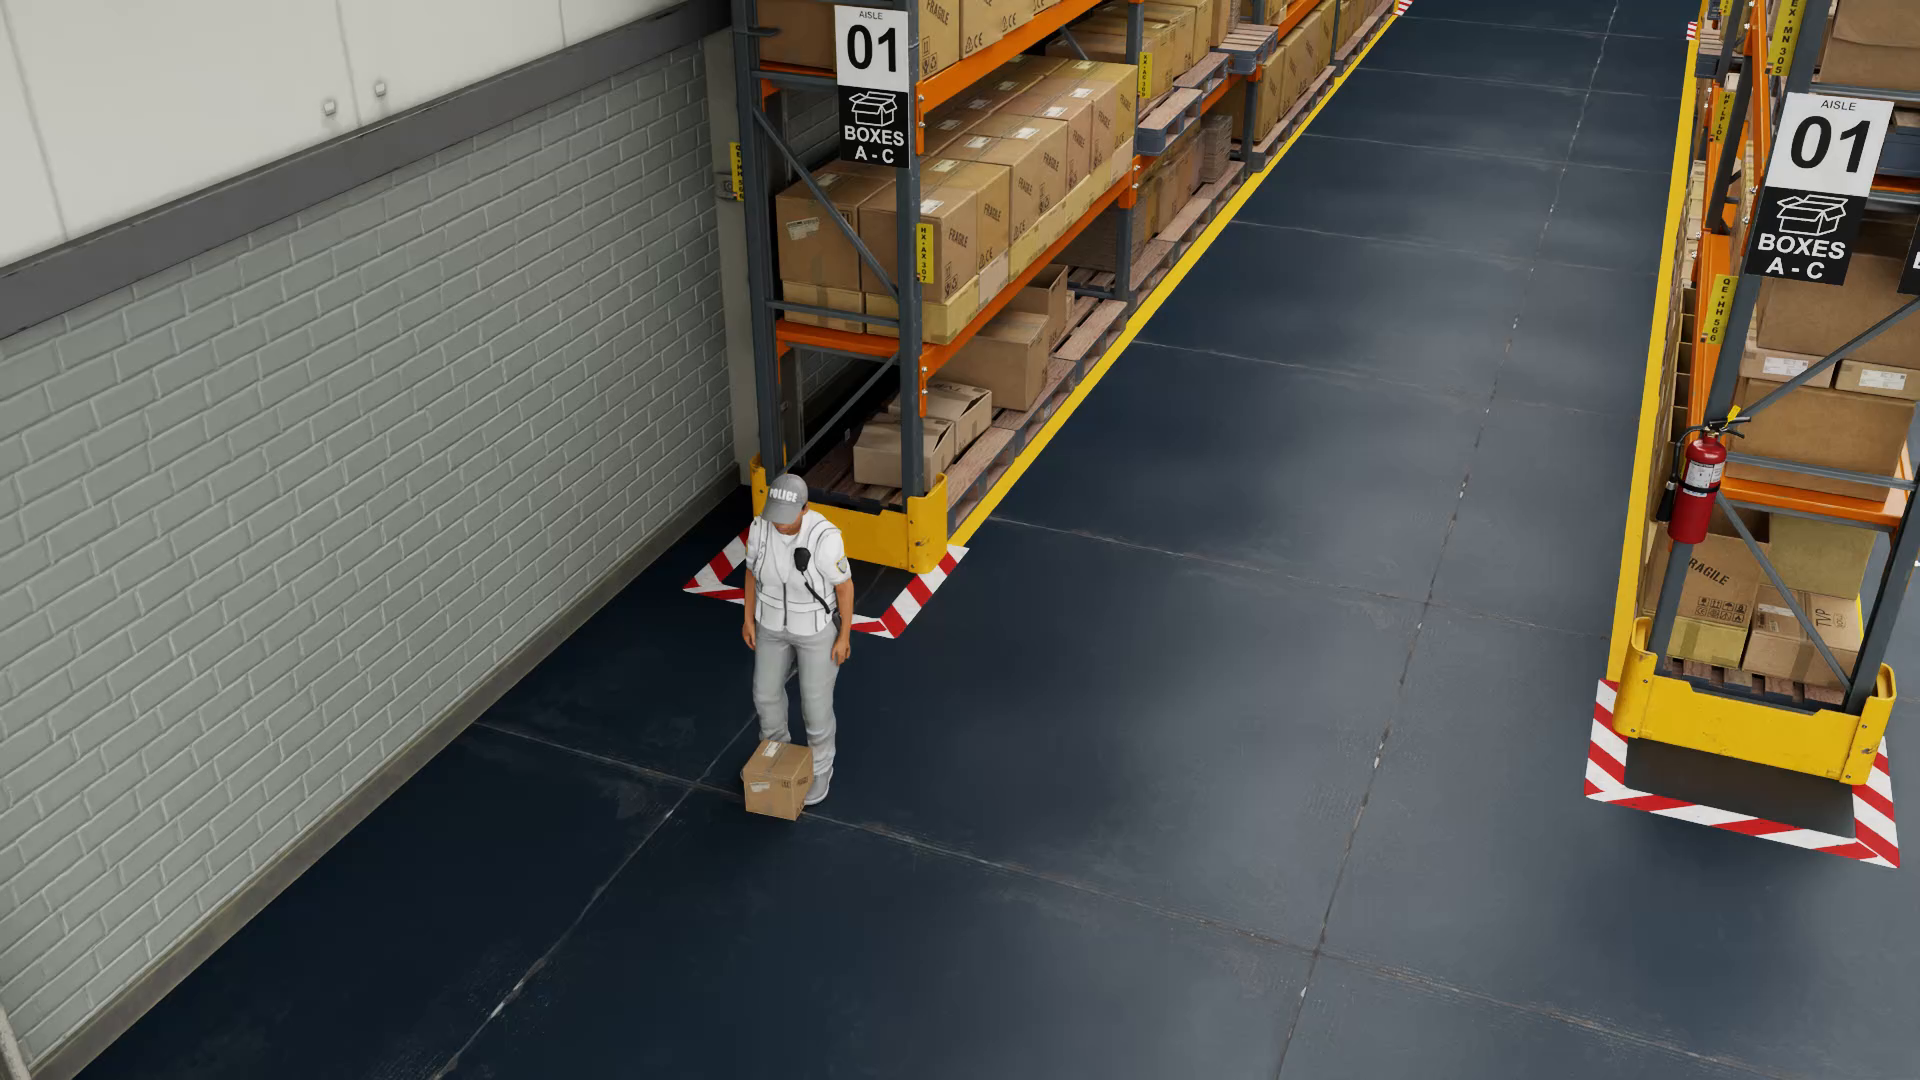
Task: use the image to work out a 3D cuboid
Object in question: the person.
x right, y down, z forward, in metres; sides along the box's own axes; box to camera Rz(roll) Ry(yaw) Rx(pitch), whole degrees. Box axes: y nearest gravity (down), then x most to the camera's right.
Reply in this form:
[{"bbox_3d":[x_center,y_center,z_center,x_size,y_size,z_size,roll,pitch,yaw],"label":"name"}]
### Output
[{"bbox_3d":[-0.766,0.415,7.659,0.564,1.666,0.466,10,31,16],"label":"person"}]
